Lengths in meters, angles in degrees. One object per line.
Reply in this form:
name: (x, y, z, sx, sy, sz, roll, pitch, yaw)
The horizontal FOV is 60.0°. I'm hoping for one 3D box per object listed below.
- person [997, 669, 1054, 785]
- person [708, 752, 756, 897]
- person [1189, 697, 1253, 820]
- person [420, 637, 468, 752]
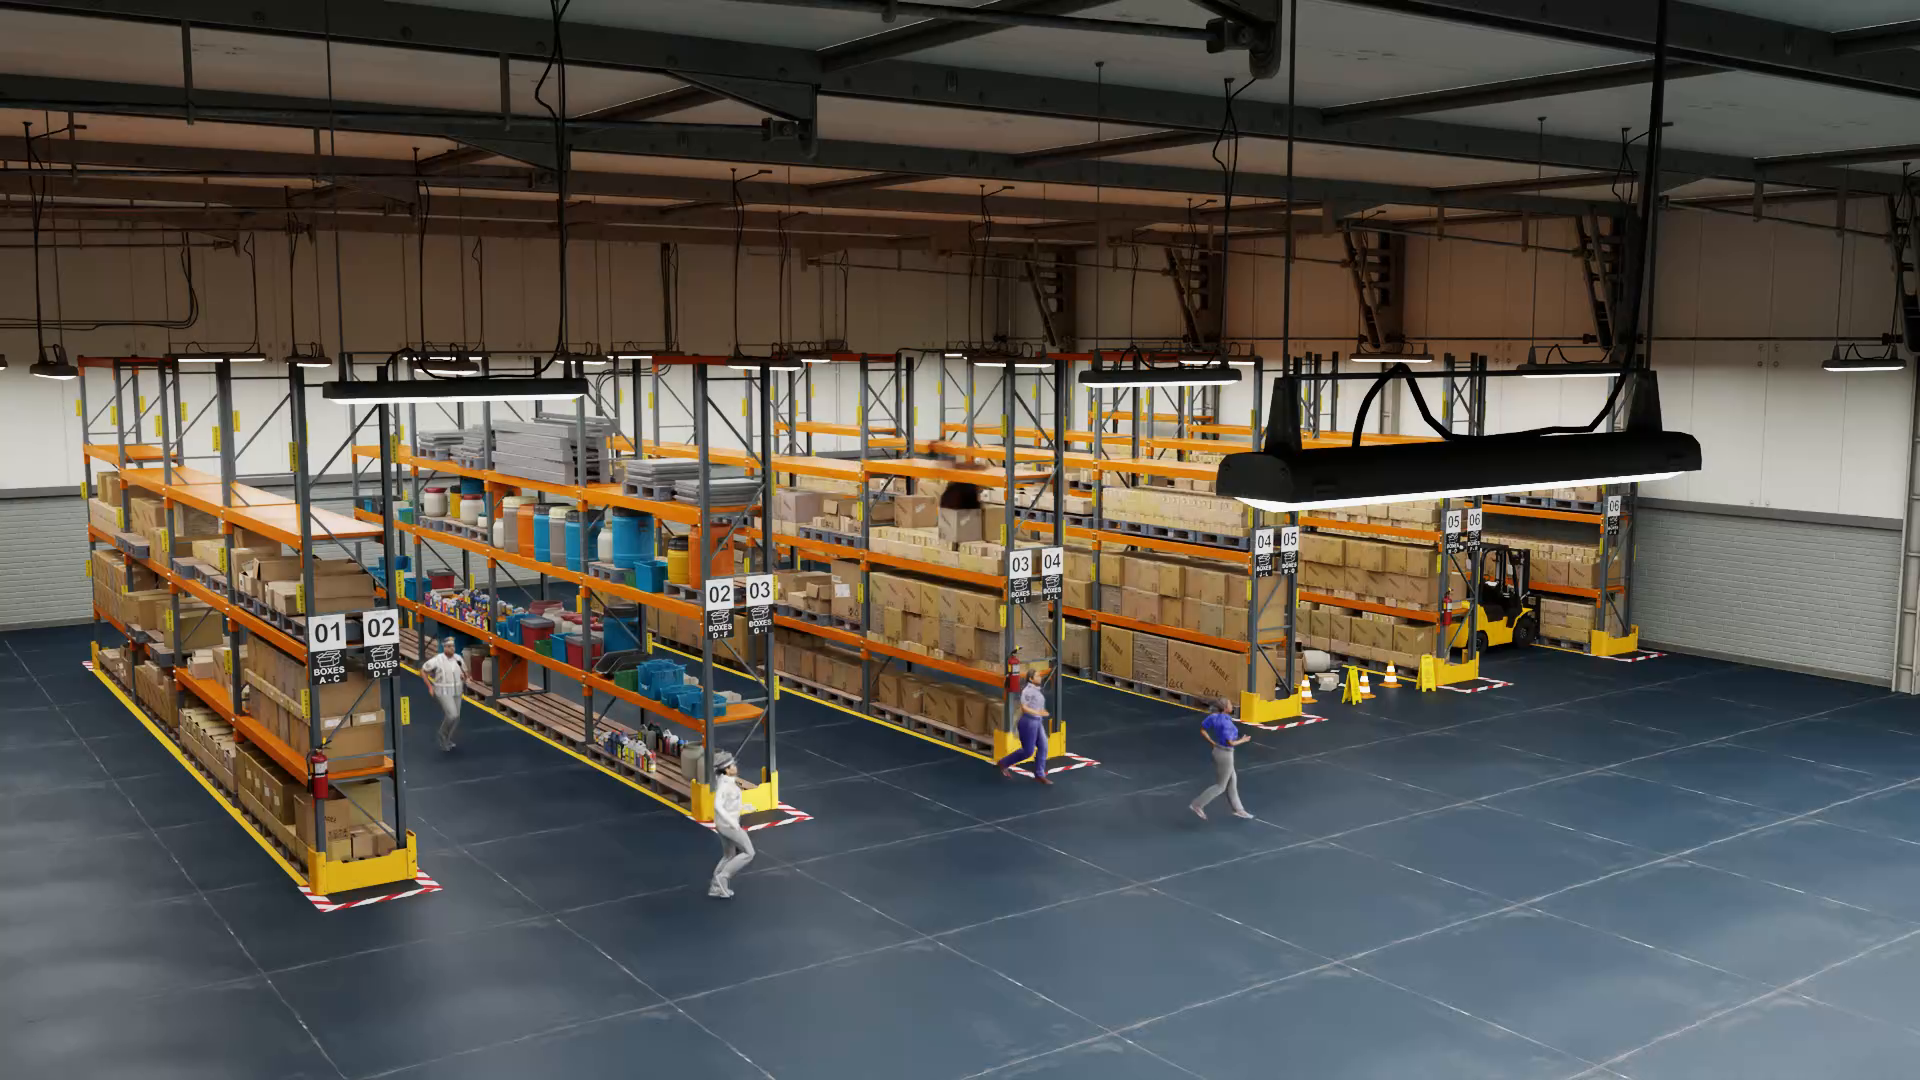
person: (0.979, 2.662, 23.772, 0.783, 1.649, 0.616, 2, 7, 17)
person: (-2.569, 3.221, 18.850, 0.560, 1.653, 0.589, -2, 7, -16)
person: (3.424, 2.872, 21.709, 0.921, 1.652, 0.576, -1, 7, -12)
person: (-7.832, 2.362, 25.562, 0.653, 1.773, 0.652, 5, 9, 37)
